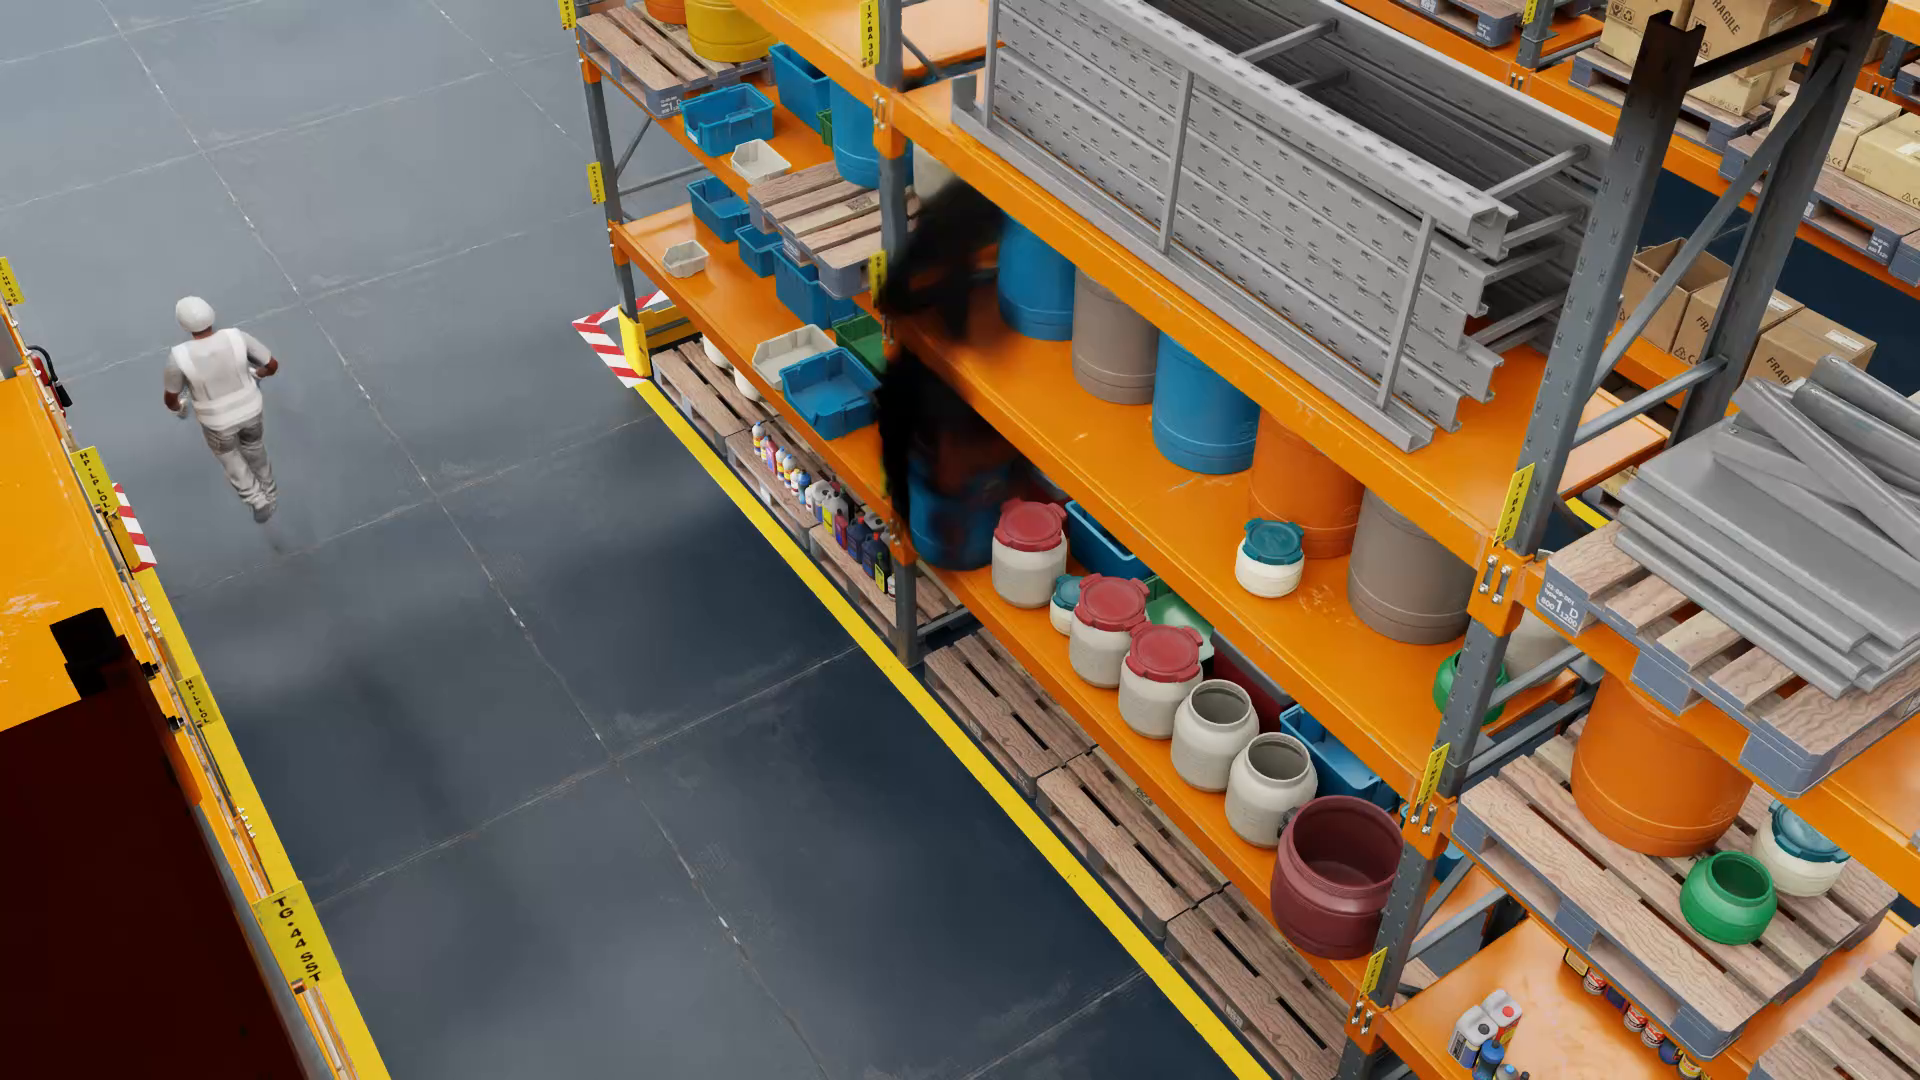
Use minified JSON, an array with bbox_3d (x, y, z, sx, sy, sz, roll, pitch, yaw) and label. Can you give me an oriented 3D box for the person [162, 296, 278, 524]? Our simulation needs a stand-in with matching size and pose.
[{"bbox_3d":[-4.811,-0.849,10.968,0.730,1.750,0.564,-28,49,-27],"label":"person"}]
